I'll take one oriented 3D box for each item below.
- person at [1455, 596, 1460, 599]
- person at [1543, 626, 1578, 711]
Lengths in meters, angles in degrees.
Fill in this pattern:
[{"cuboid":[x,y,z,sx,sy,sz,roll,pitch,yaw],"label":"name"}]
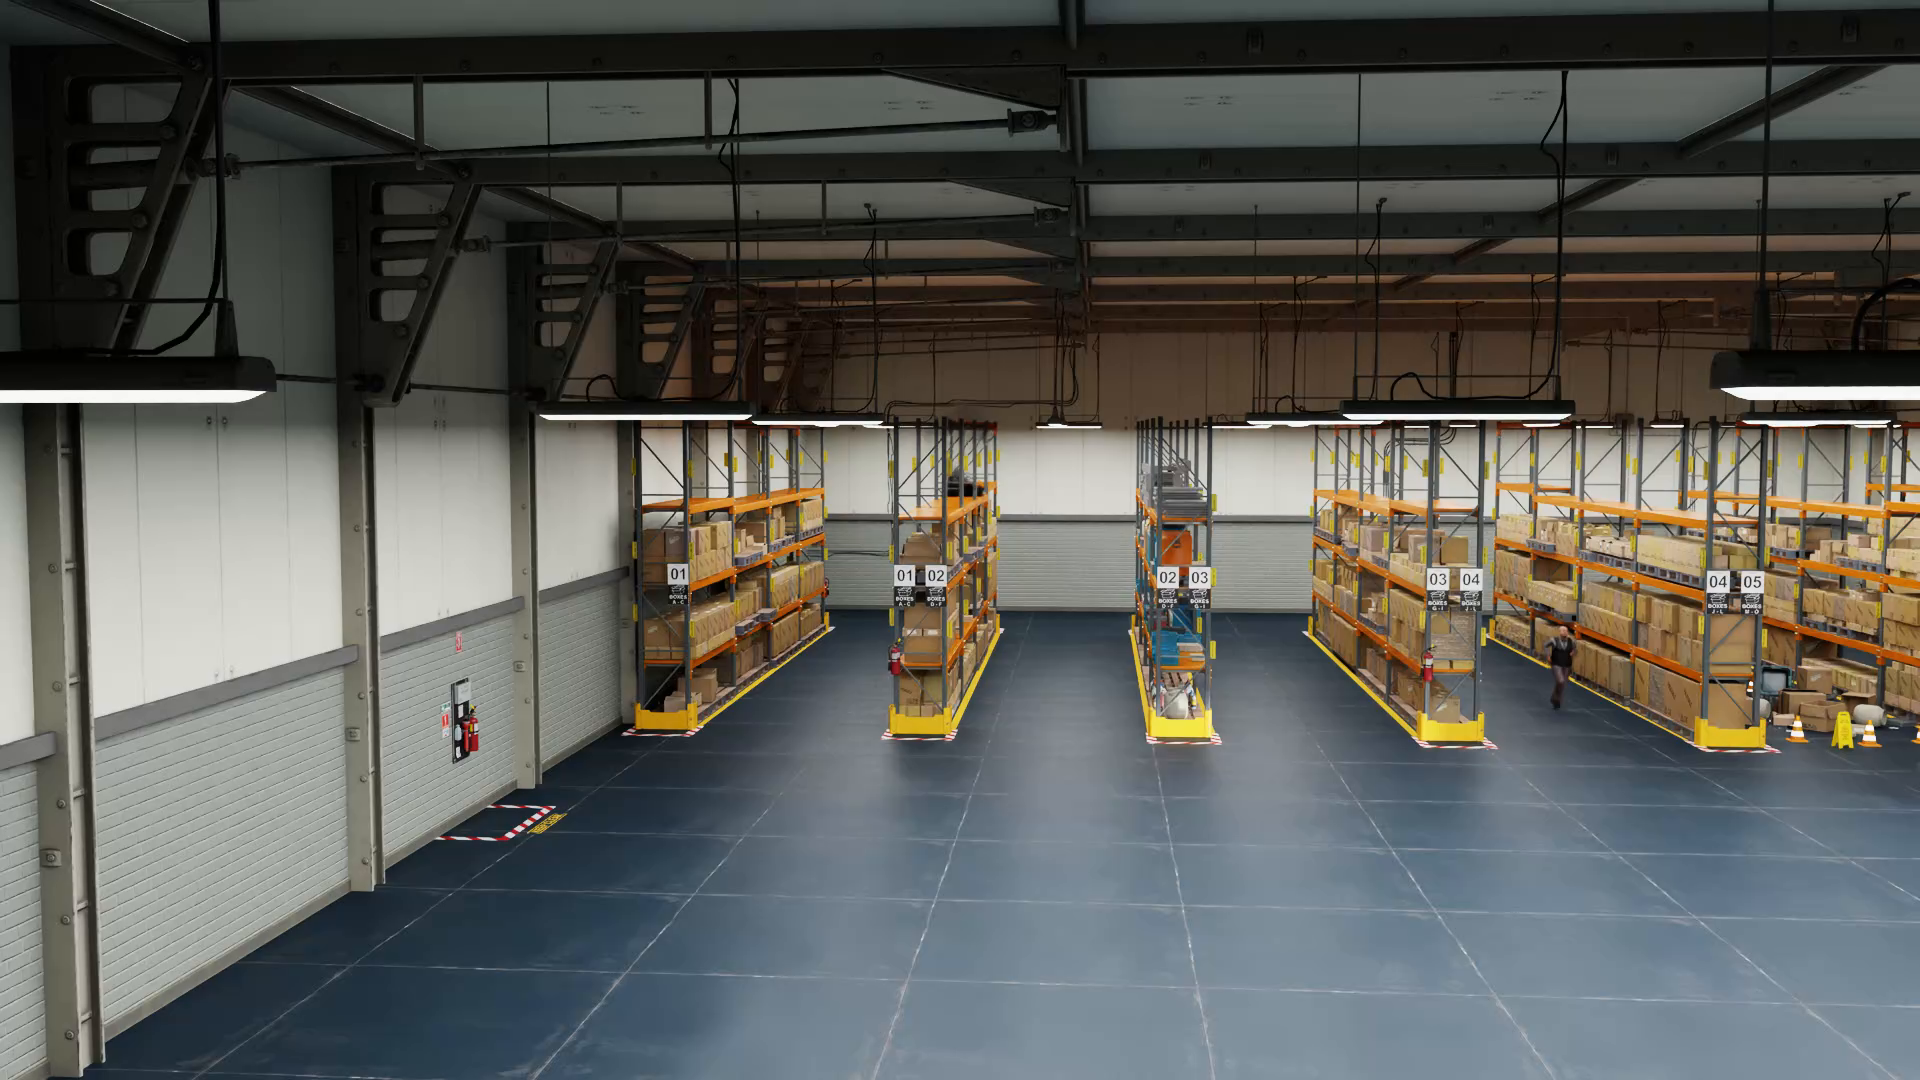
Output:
[{"cuboid":[13.708,1.884,45.732,0.685,1.730,0.547,1,4,15],"label":"person"},{"cuboid":[12.401,2.638,34.296,0.640,1.747,0.776,0,4,-5],"label":"person"}]
